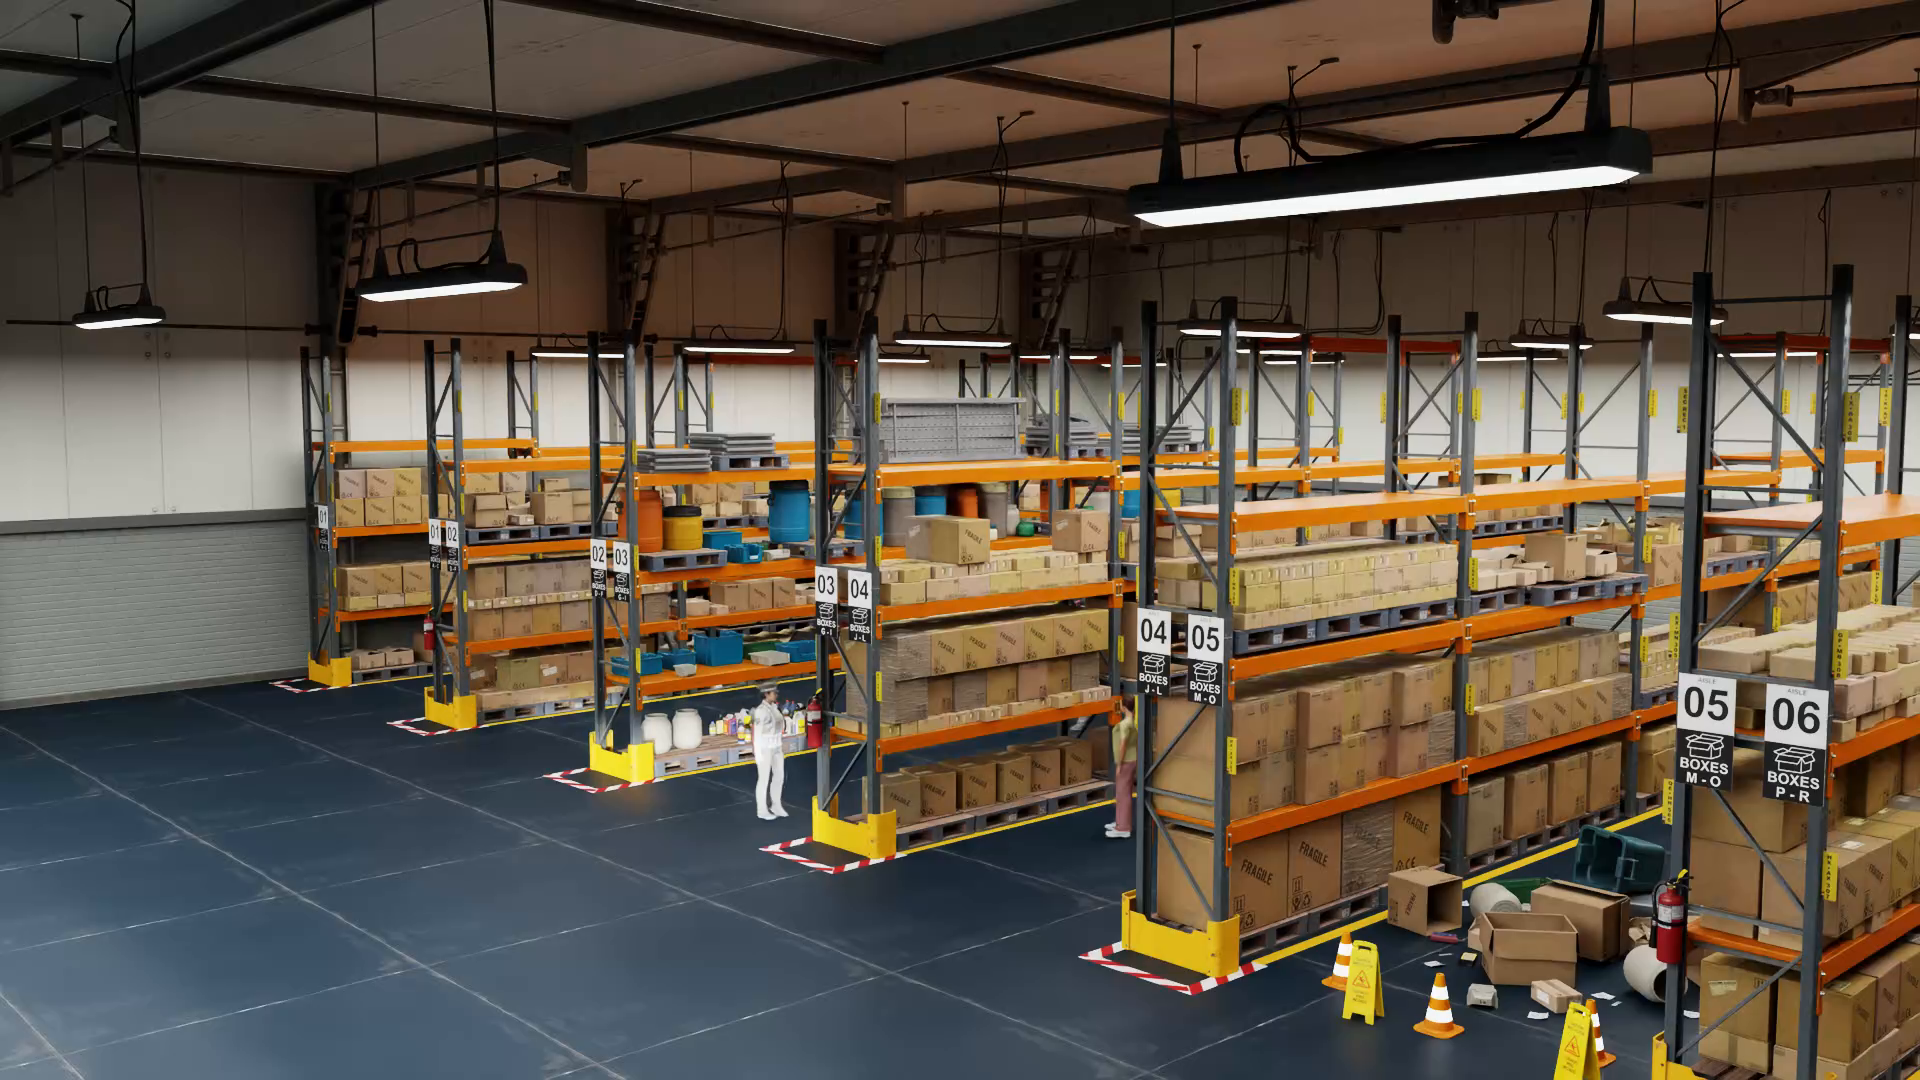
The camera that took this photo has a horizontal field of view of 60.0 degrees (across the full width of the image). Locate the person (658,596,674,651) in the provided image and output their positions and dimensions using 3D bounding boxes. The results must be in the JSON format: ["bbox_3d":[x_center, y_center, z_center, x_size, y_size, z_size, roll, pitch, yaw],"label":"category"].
[{"bbox_3d":[-5.724,1.563,31.828,0.537,1.694,0.391,-1,5,-13],"label":"person"}]

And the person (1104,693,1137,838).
[{"bbox_3d":[1.903,2.615,19.479,0.457,1.670,0.501,1,5,15],"label":"person"}]

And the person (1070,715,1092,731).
[{"bbox_3d":[1.857,2.029,25.753,0.735,1.732,0.642,-4,6,-37],"label":"person"}]

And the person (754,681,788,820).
[{"bbox_3d":[-2.325,2.576,20.248,0.346,1.735,0.551,2,5,24],"label":"person"}]
